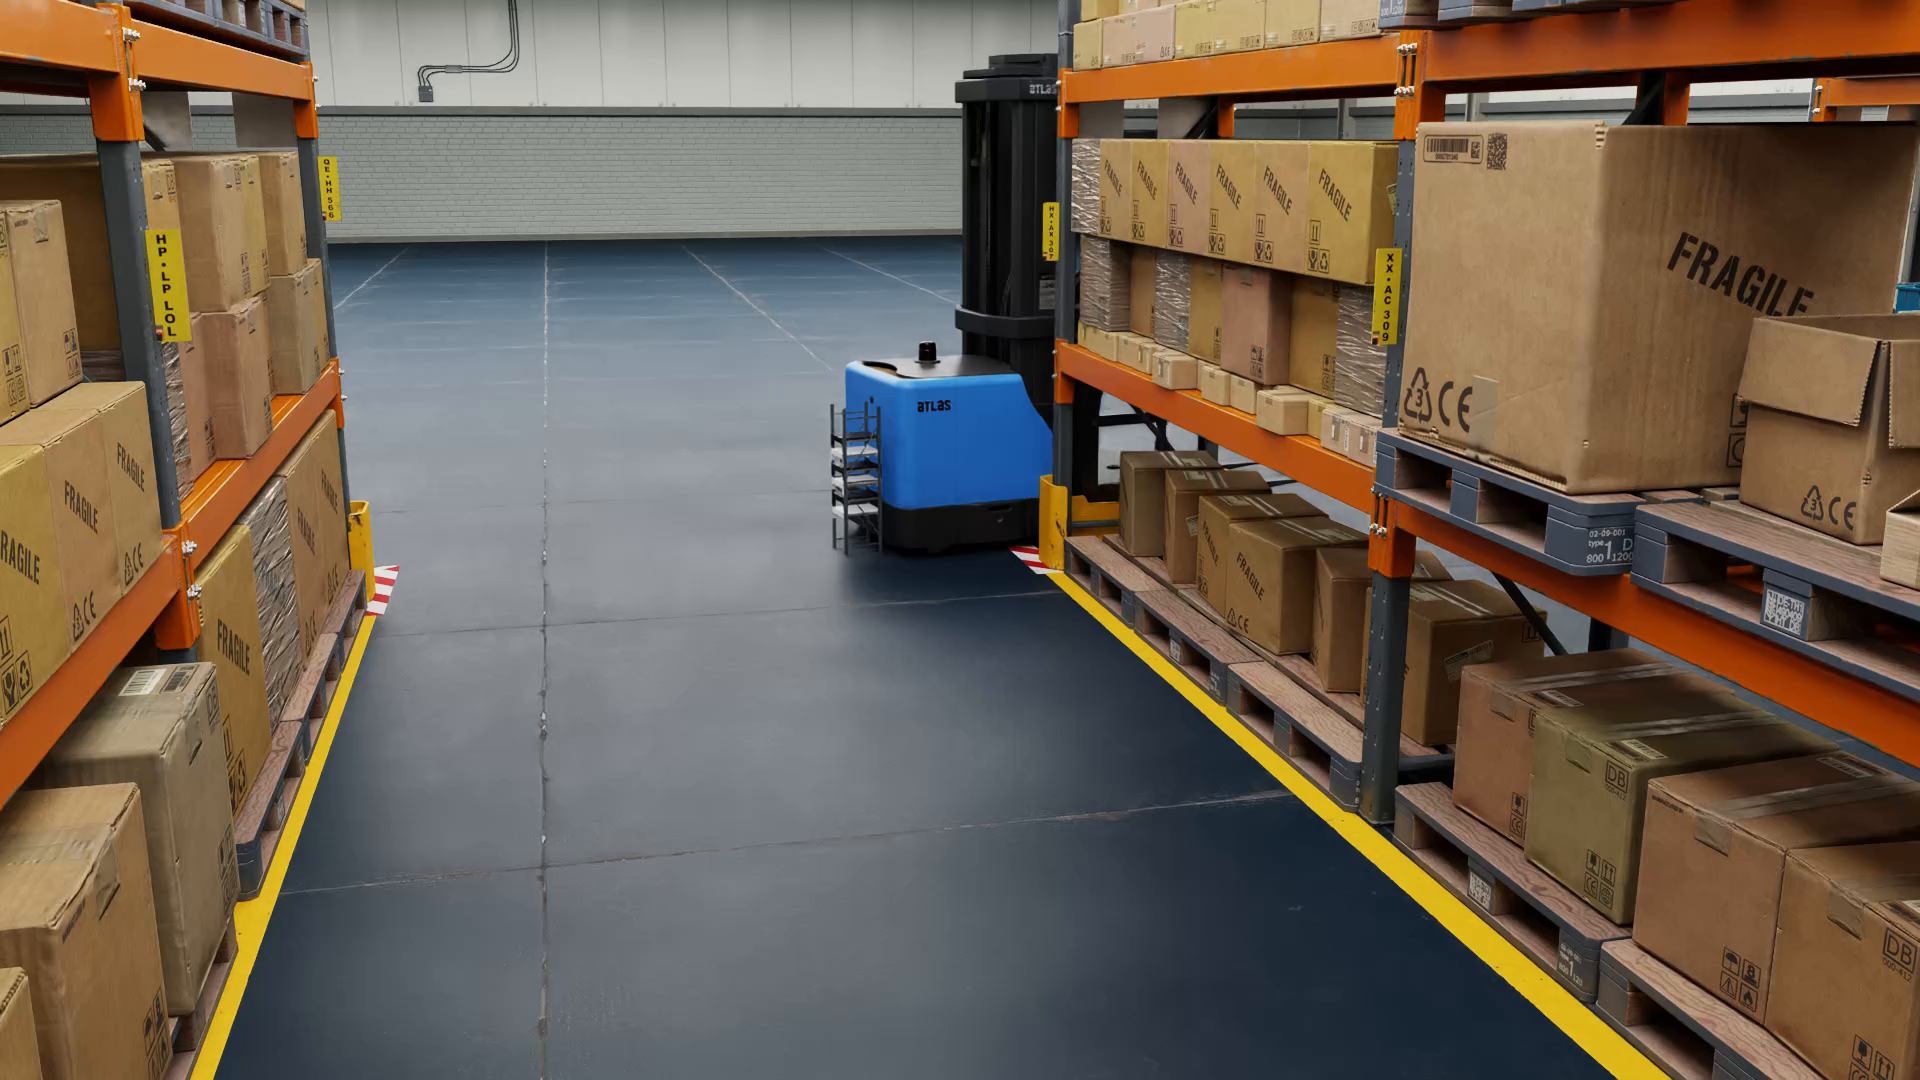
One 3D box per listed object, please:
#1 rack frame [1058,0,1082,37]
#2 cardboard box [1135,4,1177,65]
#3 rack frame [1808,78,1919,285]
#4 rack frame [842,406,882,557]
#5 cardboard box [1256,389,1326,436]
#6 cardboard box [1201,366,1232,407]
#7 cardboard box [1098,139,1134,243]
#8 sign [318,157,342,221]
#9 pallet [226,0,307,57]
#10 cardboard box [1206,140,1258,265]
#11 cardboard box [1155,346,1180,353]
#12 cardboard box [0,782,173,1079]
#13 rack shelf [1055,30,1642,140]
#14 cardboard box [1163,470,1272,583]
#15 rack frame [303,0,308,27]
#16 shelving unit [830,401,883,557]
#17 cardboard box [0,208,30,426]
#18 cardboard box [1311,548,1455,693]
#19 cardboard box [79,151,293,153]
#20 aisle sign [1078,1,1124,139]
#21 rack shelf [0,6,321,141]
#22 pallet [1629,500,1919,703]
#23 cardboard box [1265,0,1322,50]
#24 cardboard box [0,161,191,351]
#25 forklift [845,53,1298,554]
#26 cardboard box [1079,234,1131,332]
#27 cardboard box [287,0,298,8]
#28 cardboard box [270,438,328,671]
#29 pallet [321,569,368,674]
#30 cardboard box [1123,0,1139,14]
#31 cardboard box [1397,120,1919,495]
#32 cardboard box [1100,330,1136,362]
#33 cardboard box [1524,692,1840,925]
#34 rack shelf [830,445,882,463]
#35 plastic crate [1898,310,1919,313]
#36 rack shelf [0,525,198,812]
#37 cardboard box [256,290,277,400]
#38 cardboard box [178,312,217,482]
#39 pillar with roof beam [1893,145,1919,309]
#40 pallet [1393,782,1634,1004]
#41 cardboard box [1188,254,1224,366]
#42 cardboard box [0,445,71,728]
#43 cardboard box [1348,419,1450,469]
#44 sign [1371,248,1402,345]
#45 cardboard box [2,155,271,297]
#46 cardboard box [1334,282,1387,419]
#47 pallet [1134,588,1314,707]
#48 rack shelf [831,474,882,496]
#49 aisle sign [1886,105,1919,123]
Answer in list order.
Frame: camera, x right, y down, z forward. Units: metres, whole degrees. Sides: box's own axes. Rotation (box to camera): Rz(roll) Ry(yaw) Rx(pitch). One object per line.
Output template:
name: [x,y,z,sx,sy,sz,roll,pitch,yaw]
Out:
rack frame: [1.049,-4.280,8.987,1.000,3.000,0.127,-3,14,-13]
cardboard box: [1.150,-2.392,7.892,0.500,0.250,0.500,-3,14,-13]
rack frame: [5.863,-1.642,10.829,1.000,3.000,0.127,-3,14,-13]
rack frame: [-0.583,-0.346,9.946,0.240,0.900,0.006,-6,15,-24]
cardboard box: [1.435,-0.525,6.786,0.380,0.149,0.250,-3,14,-13]
cardboard box: [1.314,-0.701,7.507,0.380,0.149,0.250,-3,14,-13]
cardboard box: [1.024,-1.787,8.478,0.500,0.500,0.500,-3,14,-13]
sign: [-3.265,-1.818,8.608,0.100,0.325,0.005,-3,14,-13]
pallet: [-3.612,-2.357,7.619,1.003,0.211,1.213,-3,14,-13]
cardboard box: [1.380,-1.441,7.062,0.500,0.500,0.500,-3,14,-13]
cardboard box: [1.184,-0.877,8.226,0.380,0.149,0.250,-3,14,-13]
cardboard box: [-2.401,1.060,3.625,1.050,0.750,0.750,-3,14,-13]
rack shelf: [1.519,-2.012,7.539,1.077,0.370,4.000,-3,14,-13]
cardboard box: [1.353,-0.075,8.795,0.500,0.500,0.500,0,14,2]
rack frame: [-3.796,-4.027,7.950,1.000,3.000,0.127,-3,14,-13]
shelving unit: [-0.626,-0.368,10.036,0.258,0.900,0.210,-6,15,-24]
cardboard box: [-2.612,-0.492,3.802,0.700,0.500,0.500,-4,14,-14]
cardboard box: [1.791,0.341,7.094,0.500,0.500,0.500,1,14,5]
cardboard box: [-3.747,-1.623,8.157,0.875,0.550,0.550,-3,14,-13]
aisle sign: [0.743,-2.627,9.380,0.394,0.787,0.004,-3,14,-13]
rack shelf: [-3.326,-1.759,6.503,1.077,0.370,4.000,-3,14,-13]
pallet: [2.423,0.118,4.027,1.003,0.211,1.213,-3,14,-13]
cardboard box: [1.515,-2.039,6.450,0.500,0.250,0.500,-3,14,-12]
cardboard box: [-2.910,-0.875,5.096,0.875,0.550,0.550,-3,14,-13]
forklift: [0.823,-1.551,10.600,3.031,2.935,1.130,-6,15,-23]
cardboard box: [1.151,-1.431,9.126,0.875,0.500,0.500,-3,14,-13]
cardboard box: [-3.330,-2.585,7.800,0.380,0.149,0.250,-3,14,-13]
cardboard box: [-3.364,0.071,7.409,0.875,0.875,0.875,-4,14,-14]
pallet: [-3.532,0.422,8.256,1.003,0.211,1.213,-3,14,-13]
cardboard box: [1.029,-2.684,8.250,0.380,0.149,0.250,-3,14,-11]
cardboard box: [2.039,-0.748,5.018,1.000,1.000,1.000,-3,14,-13]
cardboard box: [0.968,-1.048,8.925,0.380,0.149,0.250,-3,14,-13]
cardboard box: [2.205,0.811,5.127,0.700,0.500,0.500,-3,14,-14]
rack shelf: [-0.626,-0.510,10.001,0.258,0.077,0.200,-6,15,-24]
plastic crate: [5.761,-1.290,9.941,0.298,0.136,0.250,-3,14,-13]
rack shelf: [-2.387,0.621,3.082,1.077,0.370,4.000,-3,14,-13]
cardboard box: [-3.505,-0.841,7.233,0.875,0.550,0.550,-3,14,-13]
cardboard box: [-3.106,-0.473,5.727,0.875,0.550,0.550,-3,14,-13]
pillar with roof beam: [9.496,-7.524,22.262,9.100,9.000,0.400,-3,14,-13]
pallet: [2.173,1.091,5.518,1.003,0.211,1.213,-3,14,-13]
cardboard box: [1.567,-1.088,7.724,0.875,0.500,0.500,-3,14,-13]
cardboard box: [-2.237,0.100,3.487,0.500,0.500,0.500,-3,14,-13]
cardboard box: [1.652,-0.355,6.087,0.380,0.149,0.250,-3,14,-13]
sign: [1.463,-0.832,5.688,0.100,0.325,0.005,-3,14,-13]
cardboard box: [-3.277,-1.249,6.628,0.875,0.550,0.500,-3,14,-13]
cardboard box: [1.943,-0.744,6.313,0.875,0.500,0.500,-3,14,-13]
pallet: [1.506,0.476,8.033,1.003,0.211,1.213,-3,14,-13]
rack shelf: [-0.626,-0.335,10.044,0.258,0.077,0.200,-6,15,-24]
aisle sign: [6.135,-2.938,10.656,0.394,0.787,0.004,-3,14,-13]
